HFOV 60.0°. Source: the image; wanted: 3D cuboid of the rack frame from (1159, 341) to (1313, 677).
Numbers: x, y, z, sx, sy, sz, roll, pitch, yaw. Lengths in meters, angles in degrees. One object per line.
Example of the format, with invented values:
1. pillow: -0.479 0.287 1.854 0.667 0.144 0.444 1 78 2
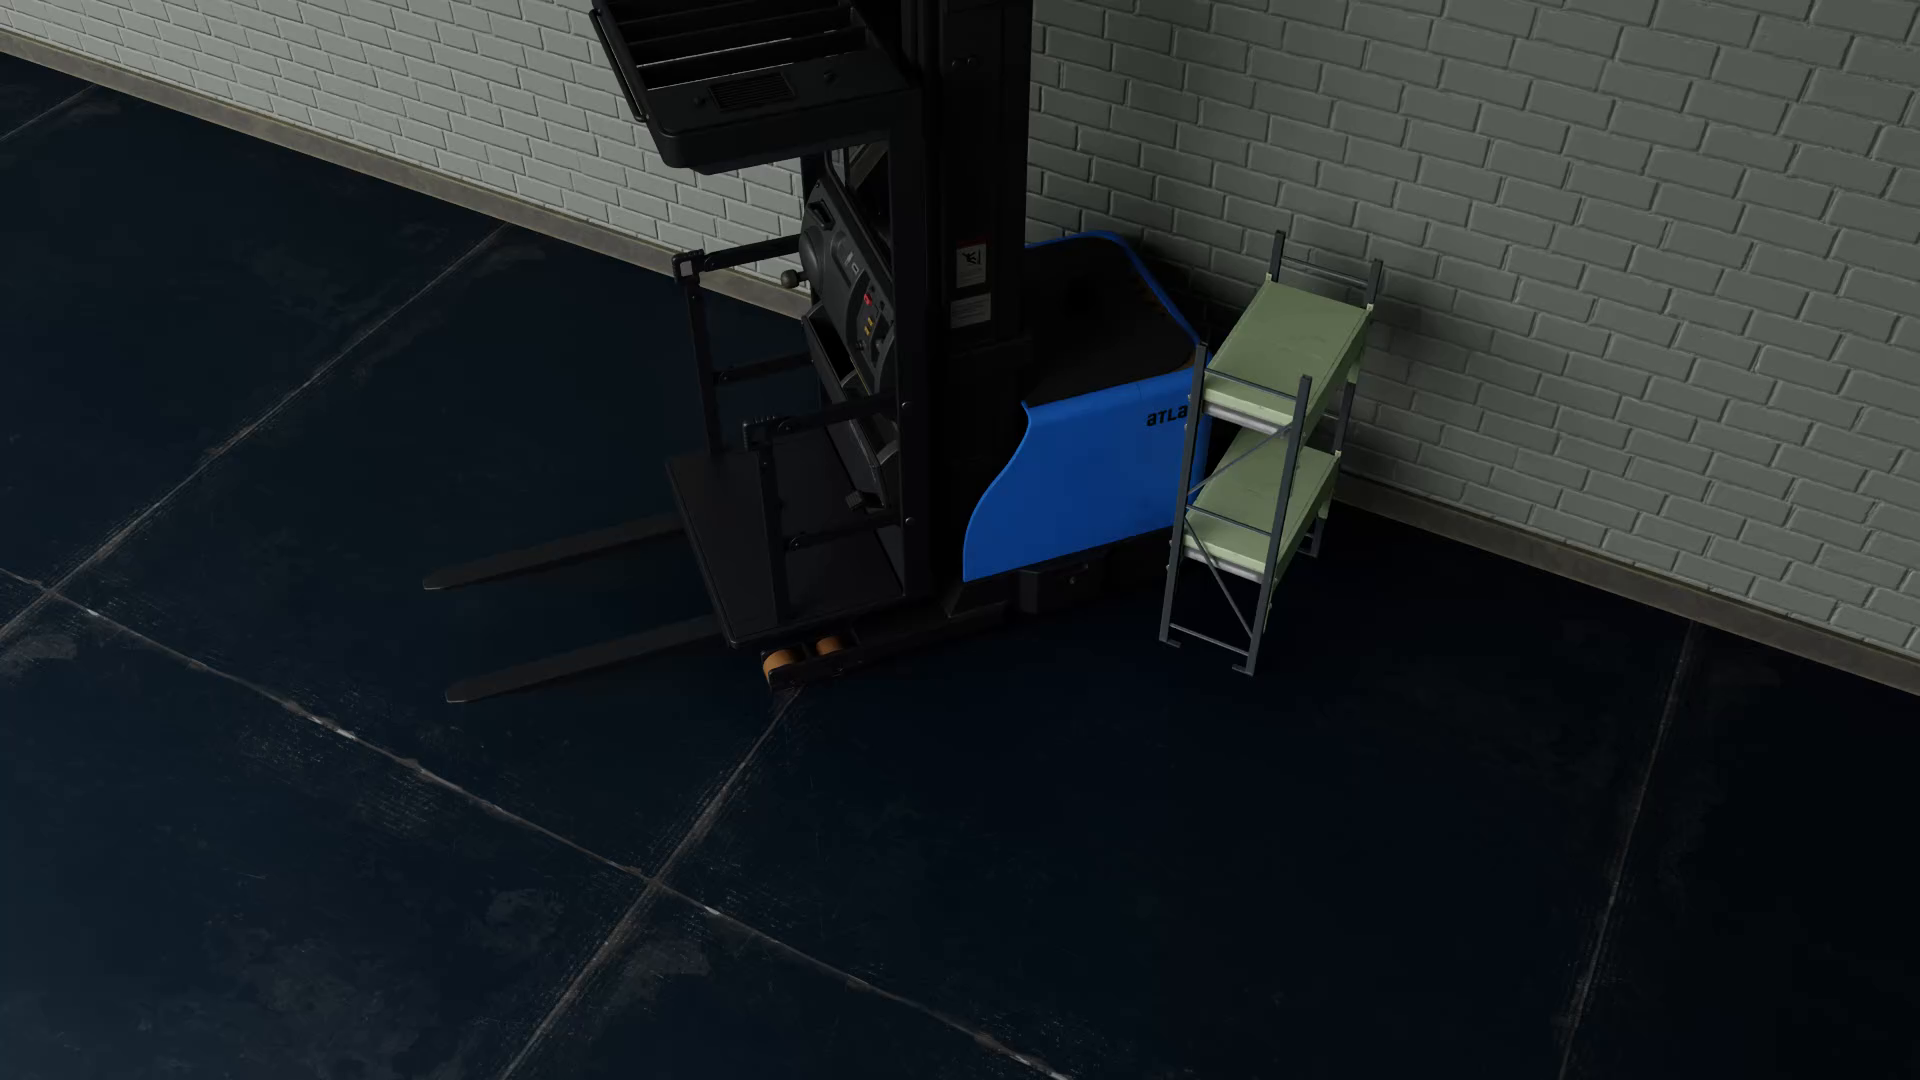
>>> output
1. rack frame: 0.975 -0.067 6.042 0.400 1.500 0.023 21 49 20

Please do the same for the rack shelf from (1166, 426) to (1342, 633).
1. rack shelf: 1.149 -0.067 6.500 0.431 0.370 0.720 21 49 20

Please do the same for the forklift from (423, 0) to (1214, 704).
1. forklift: -0.587 -0.874 5.833 3.031 2.935 1.130 -15 47 -14

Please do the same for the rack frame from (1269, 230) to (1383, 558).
1. rack frame: 1.322 -0.525 6.495 0.400 1.500 0.023 21 49 20

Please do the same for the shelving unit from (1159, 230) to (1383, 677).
1. shelving unit: 1.149 -0.296 6.268 0.431 1.500 0.755 21 49 20

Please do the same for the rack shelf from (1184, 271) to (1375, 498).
1. rack shelf: 1.149 -0.571 5.991 0.431 0.370 0.720 21 49 20
